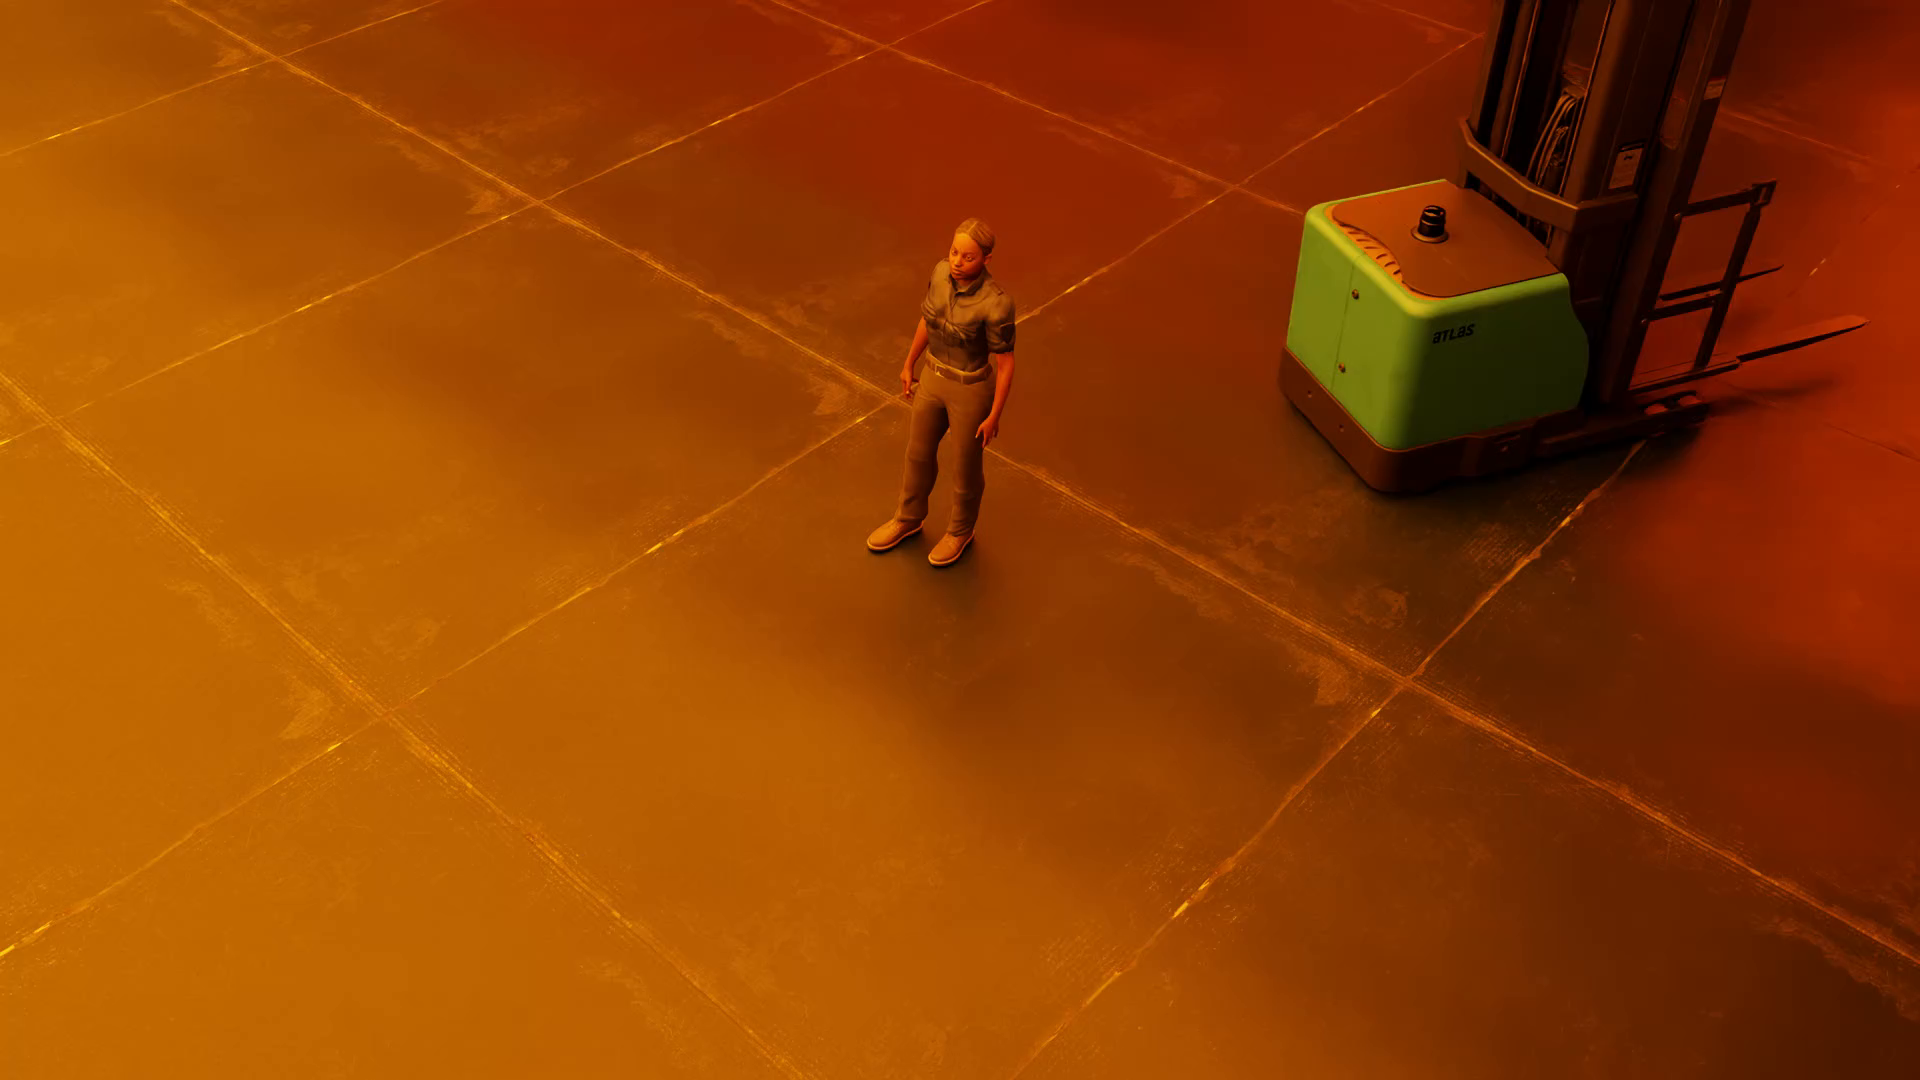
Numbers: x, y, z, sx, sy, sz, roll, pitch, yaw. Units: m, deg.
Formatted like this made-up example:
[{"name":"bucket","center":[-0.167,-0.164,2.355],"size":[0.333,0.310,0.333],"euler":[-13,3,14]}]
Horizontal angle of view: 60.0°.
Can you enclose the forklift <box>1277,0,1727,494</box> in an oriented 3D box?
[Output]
[{"name":"forklift","center":[3.194,-1.932,7.680],"size":[3.031,2.935,1.130],"euler":[-14,43,-16]}]

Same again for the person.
[{"name":"person","center":[-0.073,-0.590,7.105],"size":[0.570,1.629,0.504],"euler":[31,49,31]}]
